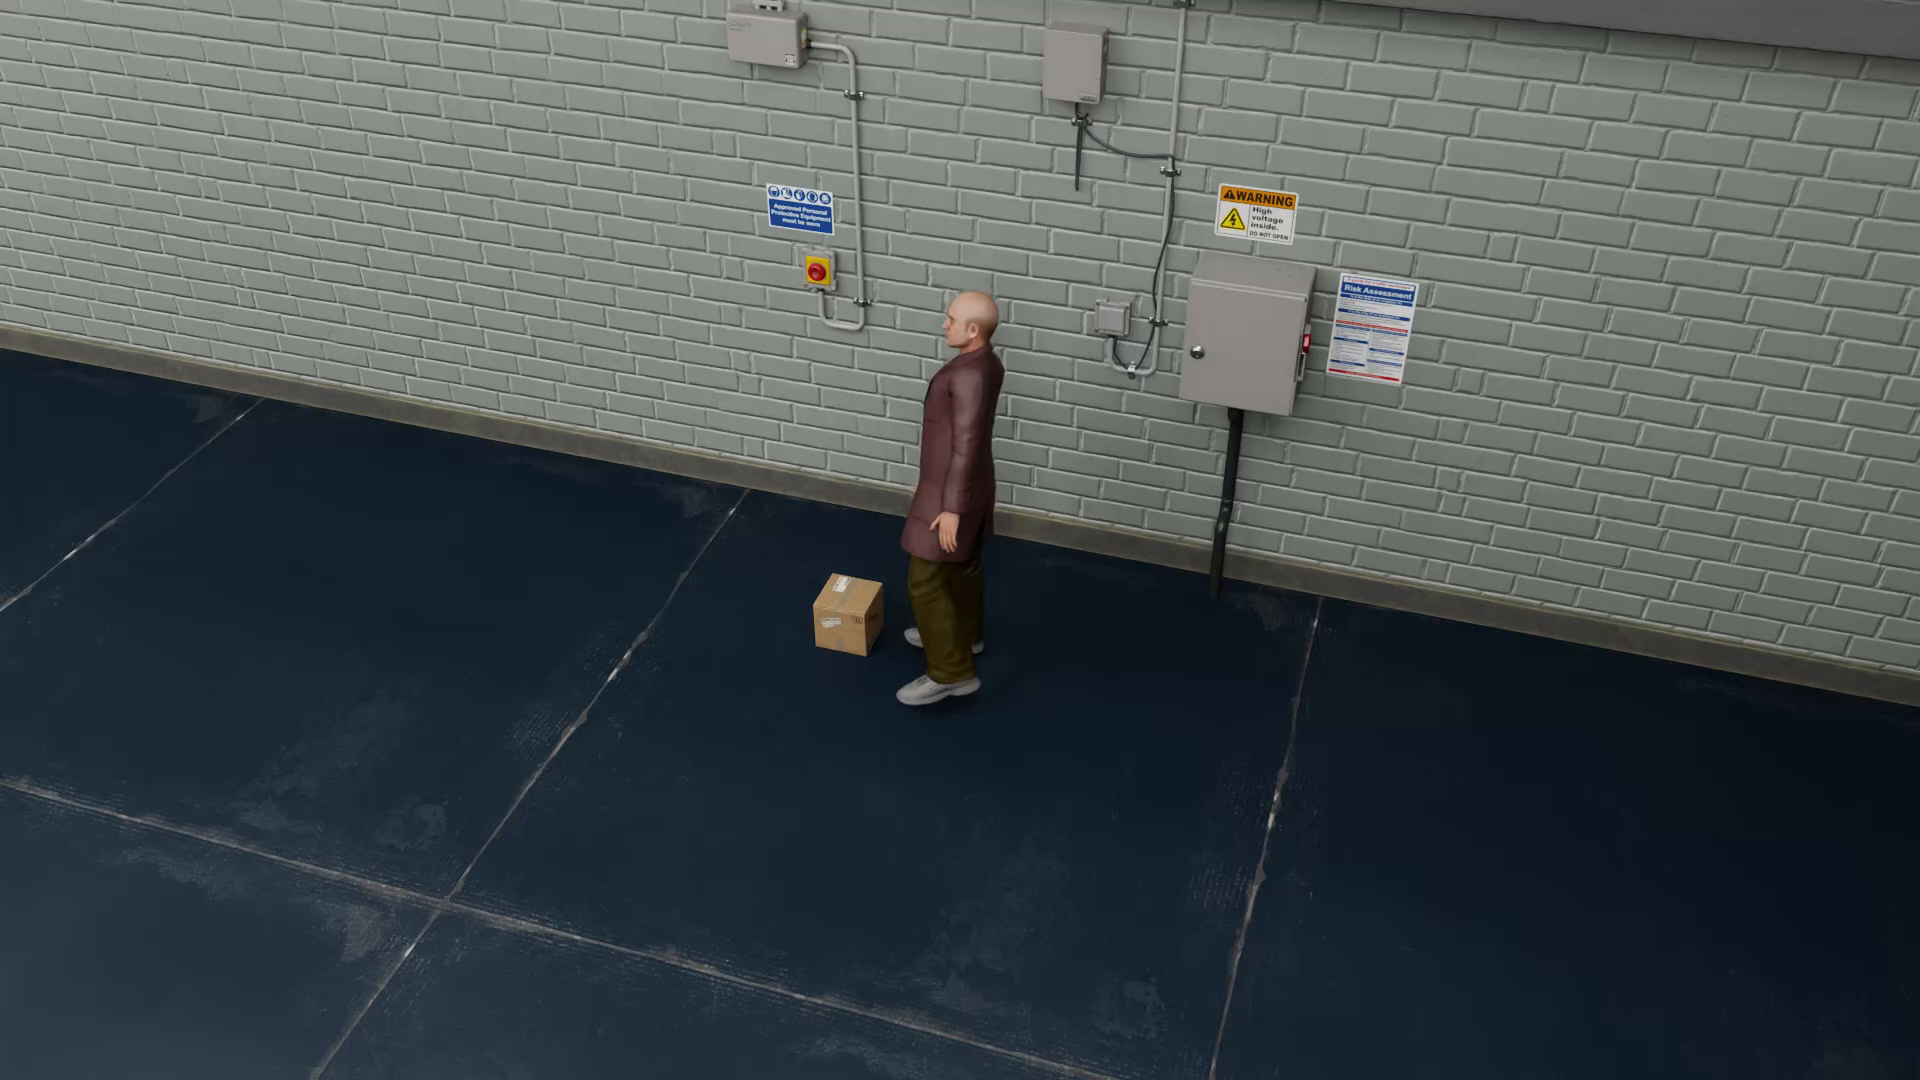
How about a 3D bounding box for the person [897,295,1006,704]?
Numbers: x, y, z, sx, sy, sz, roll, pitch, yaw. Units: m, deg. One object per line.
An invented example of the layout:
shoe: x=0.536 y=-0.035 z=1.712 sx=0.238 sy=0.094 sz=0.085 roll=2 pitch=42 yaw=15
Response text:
person: x=-0.049 y=-0.159 z=7.107 sx=0.455 sy=1.783 sz=0.770 roll=11 pitch=38 yaw=15
